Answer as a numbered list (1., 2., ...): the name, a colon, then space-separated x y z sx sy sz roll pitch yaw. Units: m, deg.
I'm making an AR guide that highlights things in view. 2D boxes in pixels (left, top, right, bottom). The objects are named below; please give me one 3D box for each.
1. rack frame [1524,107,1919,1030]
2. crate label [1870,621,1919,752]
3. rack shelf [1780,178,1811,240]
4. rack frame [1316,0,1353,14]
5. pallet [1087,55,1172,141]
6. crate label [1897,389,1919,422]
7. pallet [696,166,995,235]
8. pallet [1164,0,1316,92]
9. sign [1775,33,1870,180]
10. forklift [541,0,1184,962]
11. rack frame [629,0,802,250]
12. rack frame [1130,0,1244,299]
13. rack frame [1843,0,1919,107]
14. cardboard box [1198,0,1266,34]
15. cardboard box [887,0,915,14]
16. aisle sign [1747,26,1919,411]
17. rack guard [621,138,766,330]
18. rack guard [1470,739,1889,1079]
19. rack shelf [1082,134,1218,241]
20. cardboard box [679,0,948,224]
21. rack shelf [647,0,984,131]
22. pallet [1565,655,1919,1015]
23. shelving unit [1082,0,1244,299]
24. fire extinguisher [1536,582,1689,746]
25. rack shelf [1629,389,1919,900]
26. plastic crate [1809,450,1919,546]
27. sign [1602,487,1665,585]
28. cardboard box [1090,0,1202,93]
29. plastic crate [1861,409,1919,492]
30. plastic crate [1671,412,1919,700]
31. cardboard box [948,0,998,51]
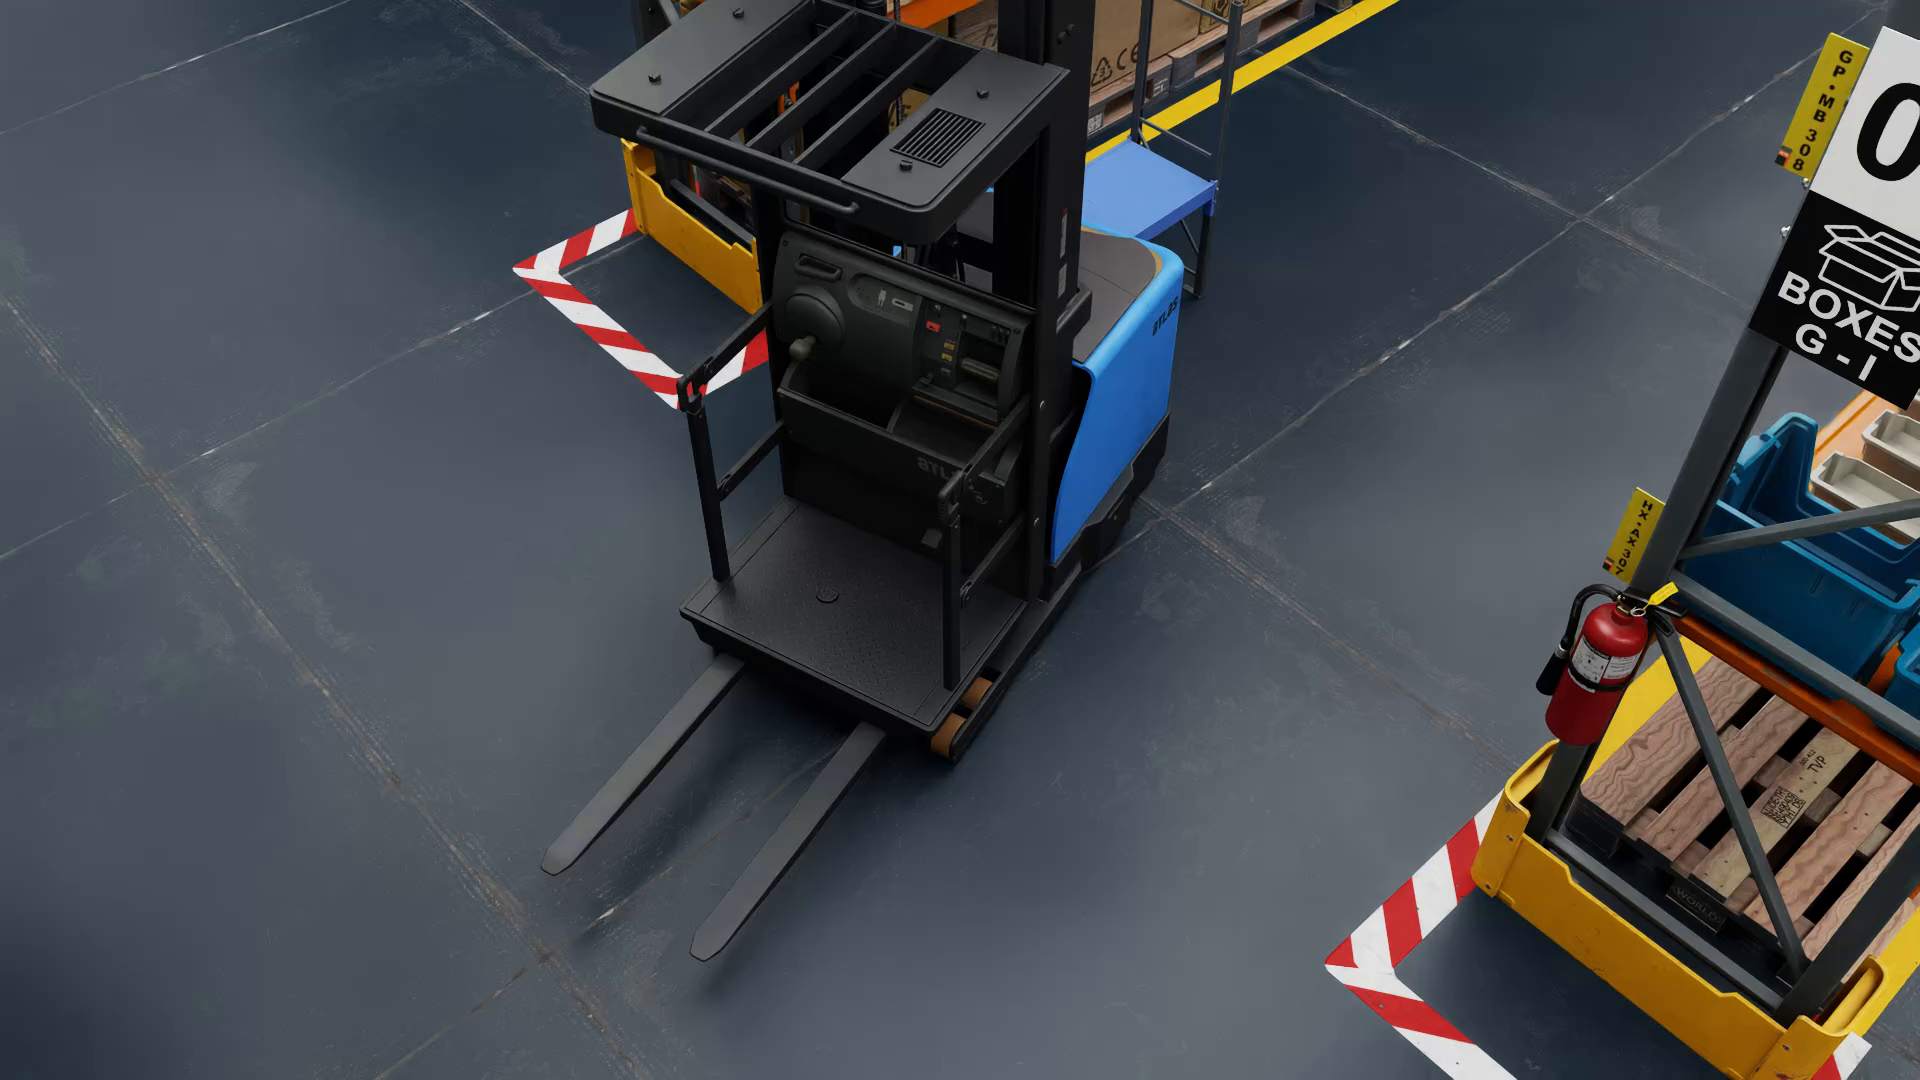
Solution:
1. rack frame: 2.250 0.341 4.395 0.127 3.000 1.000 -34 56 -27
2. crate label: 2.654 0.434 4.382 0.303 0.233 0.416 -34 56 -27
3. rack shelf: 3.729 -1.421 4.469 4.000 0.370 1.077 -34 56 -27
4. rack frame: 1.877 -4.330 8.705 0.127 3.000 1.000 -34 56 -27
5. pallet: 0.359 -2.445 8.862 1.213 0.211 1.003 -34 56 -27
6. crate label: 3.145 -0.378 5.197 0.243 0.136 0.396 -34 56 -27
7. pallet: -0.543 -1.845 8.309 1.213 0.211 1.003 -34 56 -27
8. pallet: 1.262 -3.051 9.422 1.213 0.211 1.003 -34 56 -27
9. sign: 1.868 -0.932 3.599 0.005 0.325 0.100 -34 56 -27
10. forklift: -0.319 -0.599 5.308 1.130 2.935 3.031 24 52 20
11. rack frame: -1.082 -2.353 6.880 0.127 3.000 1.000 -34 56 -27
12. rack frame: 0.959 -1.777 7.369 0.032 1.500 0.500 -36 57 -29
13. rack frame: 2.250 -1.694 2.190 0.127 3.000 1.000 -34 56 -27
14. cardboard box: 1.335 -3.469 9.070 0.875 0.875 0.875 -34 56 -27
15. cardboard box: -0.409 -2.391 7.086 0.250 0.149 0.380 -35 56 -28
16. aisle sign: 1.999 -0.665 3.553 0.004 0.787 0.394 -34 56 -27
17. rack guard: -1.100 -1.493 7.787 0.348 0.500 1.175 -34 56 -27
18. rack guard: 2.241 1.207 5.296 0.348 0.500 1.175 -34 56 -27
19. rack shelf: 0.599 -1.391 7.258 1.000 0.185 0.538 -36 57 -29
20. cardboard box: -0.663 -2.134 7.838 0.875 0.875 0.875 -34 56 -27
21. rack shelf: 0.397 -3.097 8.057 4.000 0.370 1.077 -34 56 -27
22. pallet: 2.886 0.900 5.776 1.213 0.211 1.003 -34 56 -27
23. shelving unit: 0.599 -1.513 7.126 1.048 1.500 0.538 -36 57 -29
24. fire extinguisher: 1.832 0.321 4.719 0.183 0.674 0.296 -34 56 -27
25. rack shelf: 3.729 -0.404 5.571 4.000 0.370 1.077 -34 56 -27
26. plastic crate: 2.731 -0.092 4.932 0.243 0.136 0.396 -34 56 -27
27. sign: 1.868 -0.006 4.603 0.005 0.325 0.100 -34 56 -27
28. cardboard box: 0.669 -3.024 8.660 0.875 0.875 0.875 -34 56 -27
29. plastic crate: 2.955 -0.227 5.057 0.243 0.136 0.396 -34 56 -27
30. plastic crate: 2.372 0.041 4.606 0.499 0.435 0.616 -34 56 -27
31. cardboard box: 0.011 -2.584 8.254 0.875 0.875 0.875 -34 56 -27
